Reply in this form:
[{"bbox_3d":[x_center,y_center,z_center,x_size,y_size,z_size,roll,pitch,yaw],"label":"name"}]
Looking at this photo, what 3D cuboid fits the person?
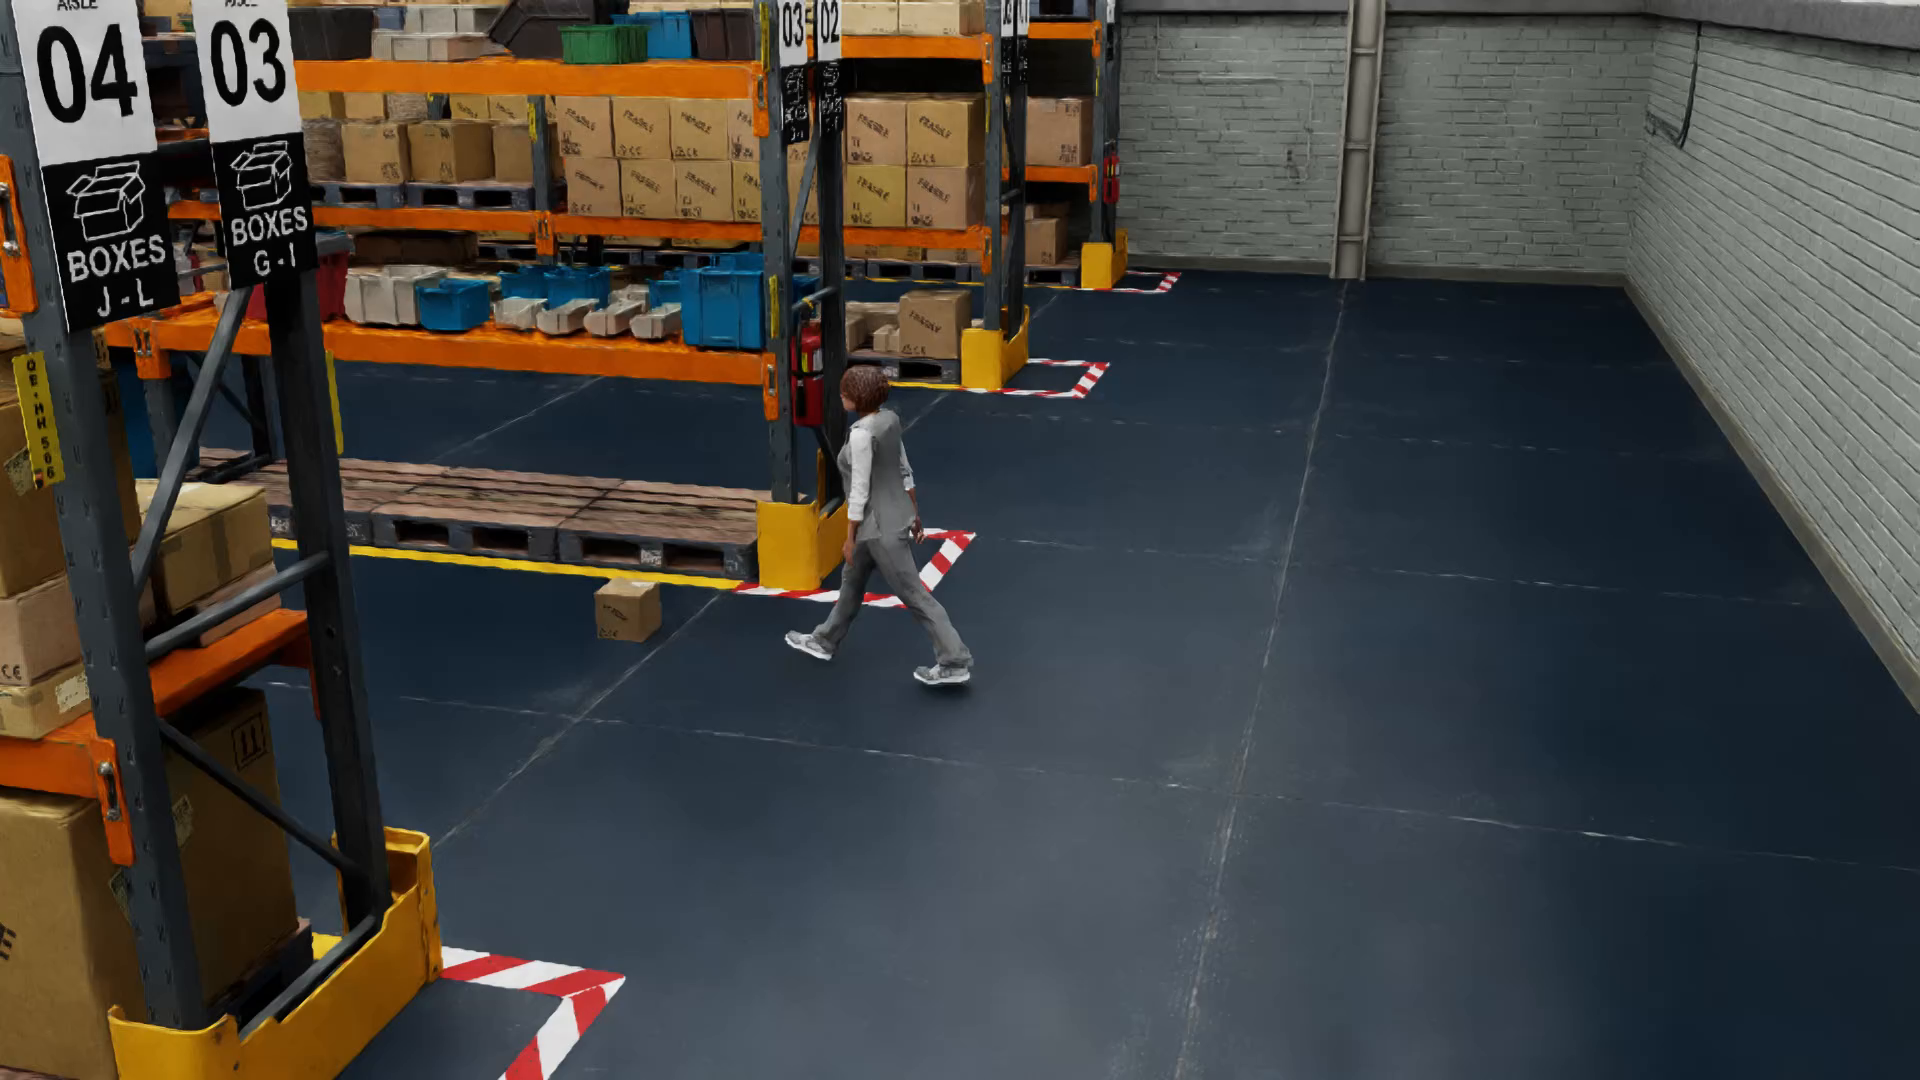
[{"bbox_3d":[-0.420,-0.073,7.832,1.009,1.502,0.428,5,19,14],"label":"person"}]
